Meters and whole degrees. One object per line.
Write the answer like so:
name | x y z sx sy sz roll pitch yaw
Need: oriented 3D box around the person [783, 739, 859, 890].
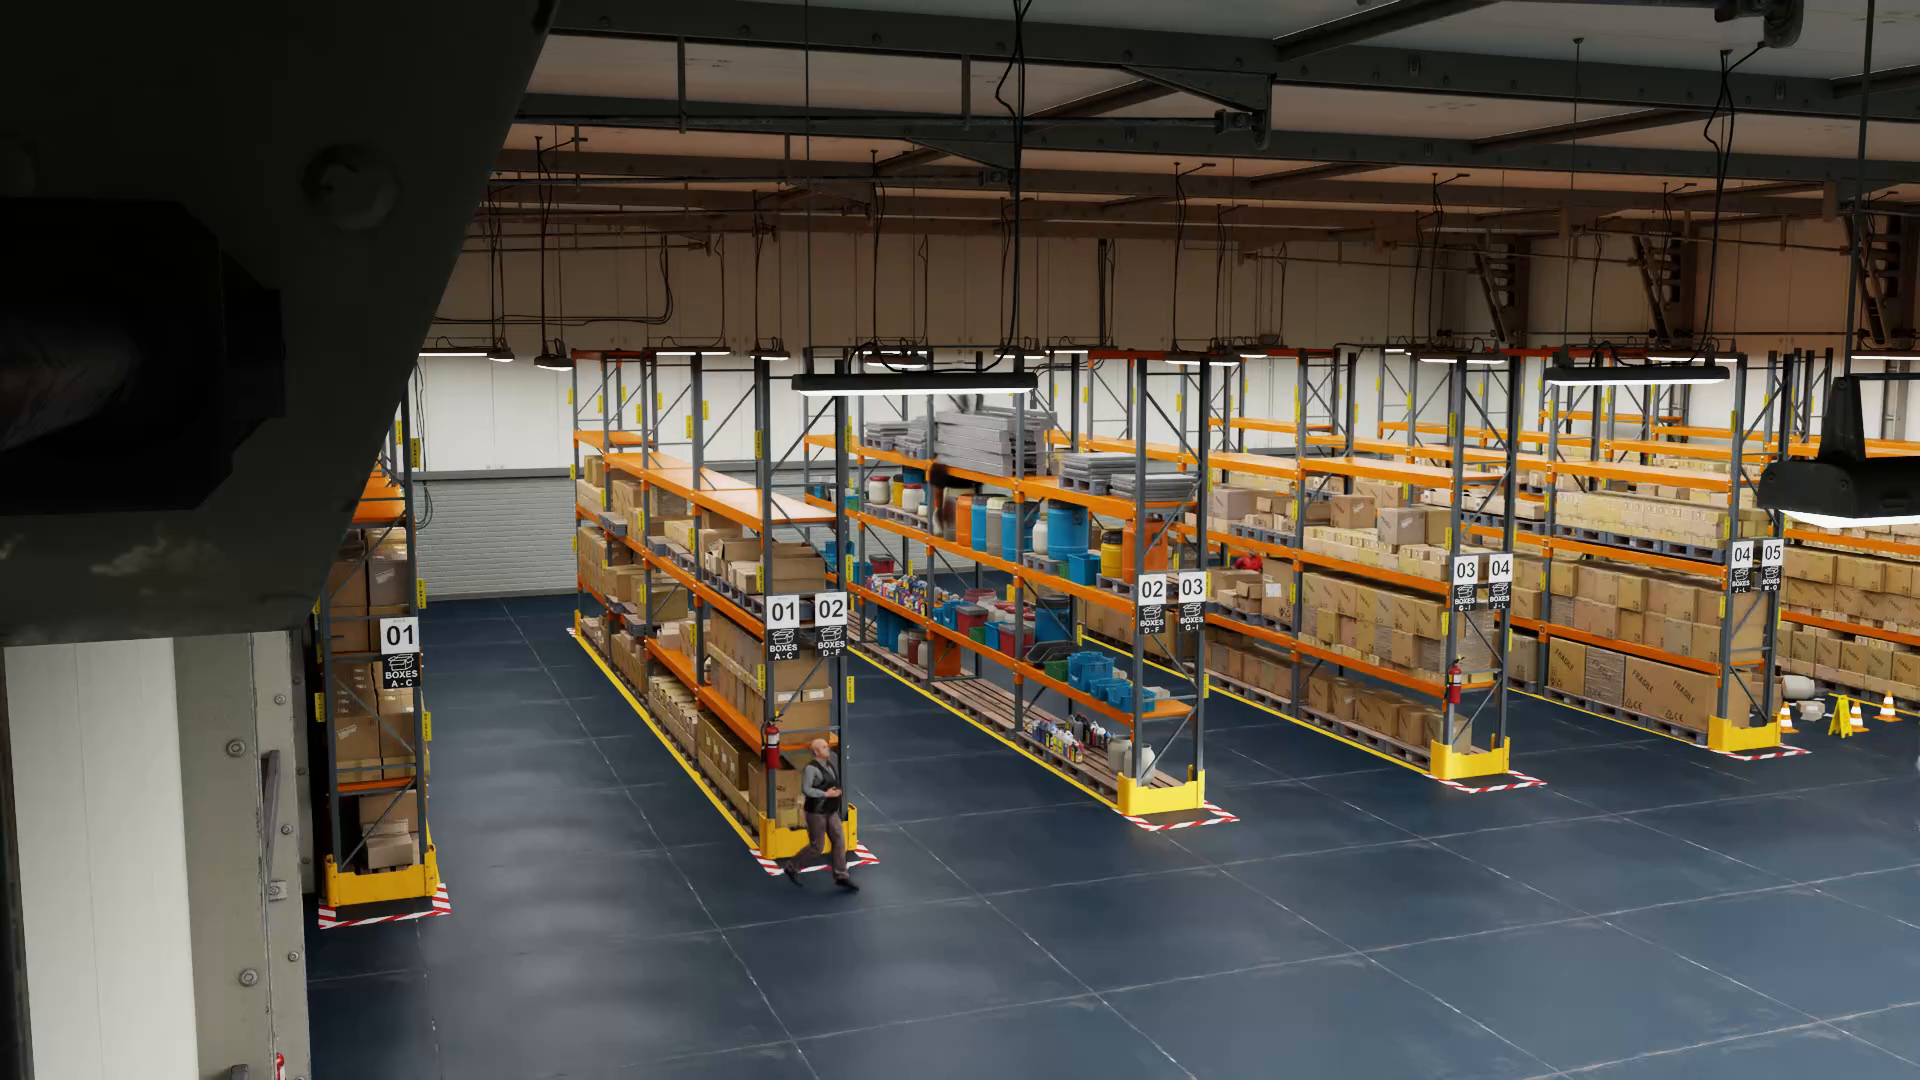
person | -1.569 3.119 18.923 0.875 1.733 0.671 3 8 23

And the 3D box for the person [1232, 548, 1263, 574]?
person | 6.290 0.999 36.018 0.640 1.788 0.837 -3 8 -26
